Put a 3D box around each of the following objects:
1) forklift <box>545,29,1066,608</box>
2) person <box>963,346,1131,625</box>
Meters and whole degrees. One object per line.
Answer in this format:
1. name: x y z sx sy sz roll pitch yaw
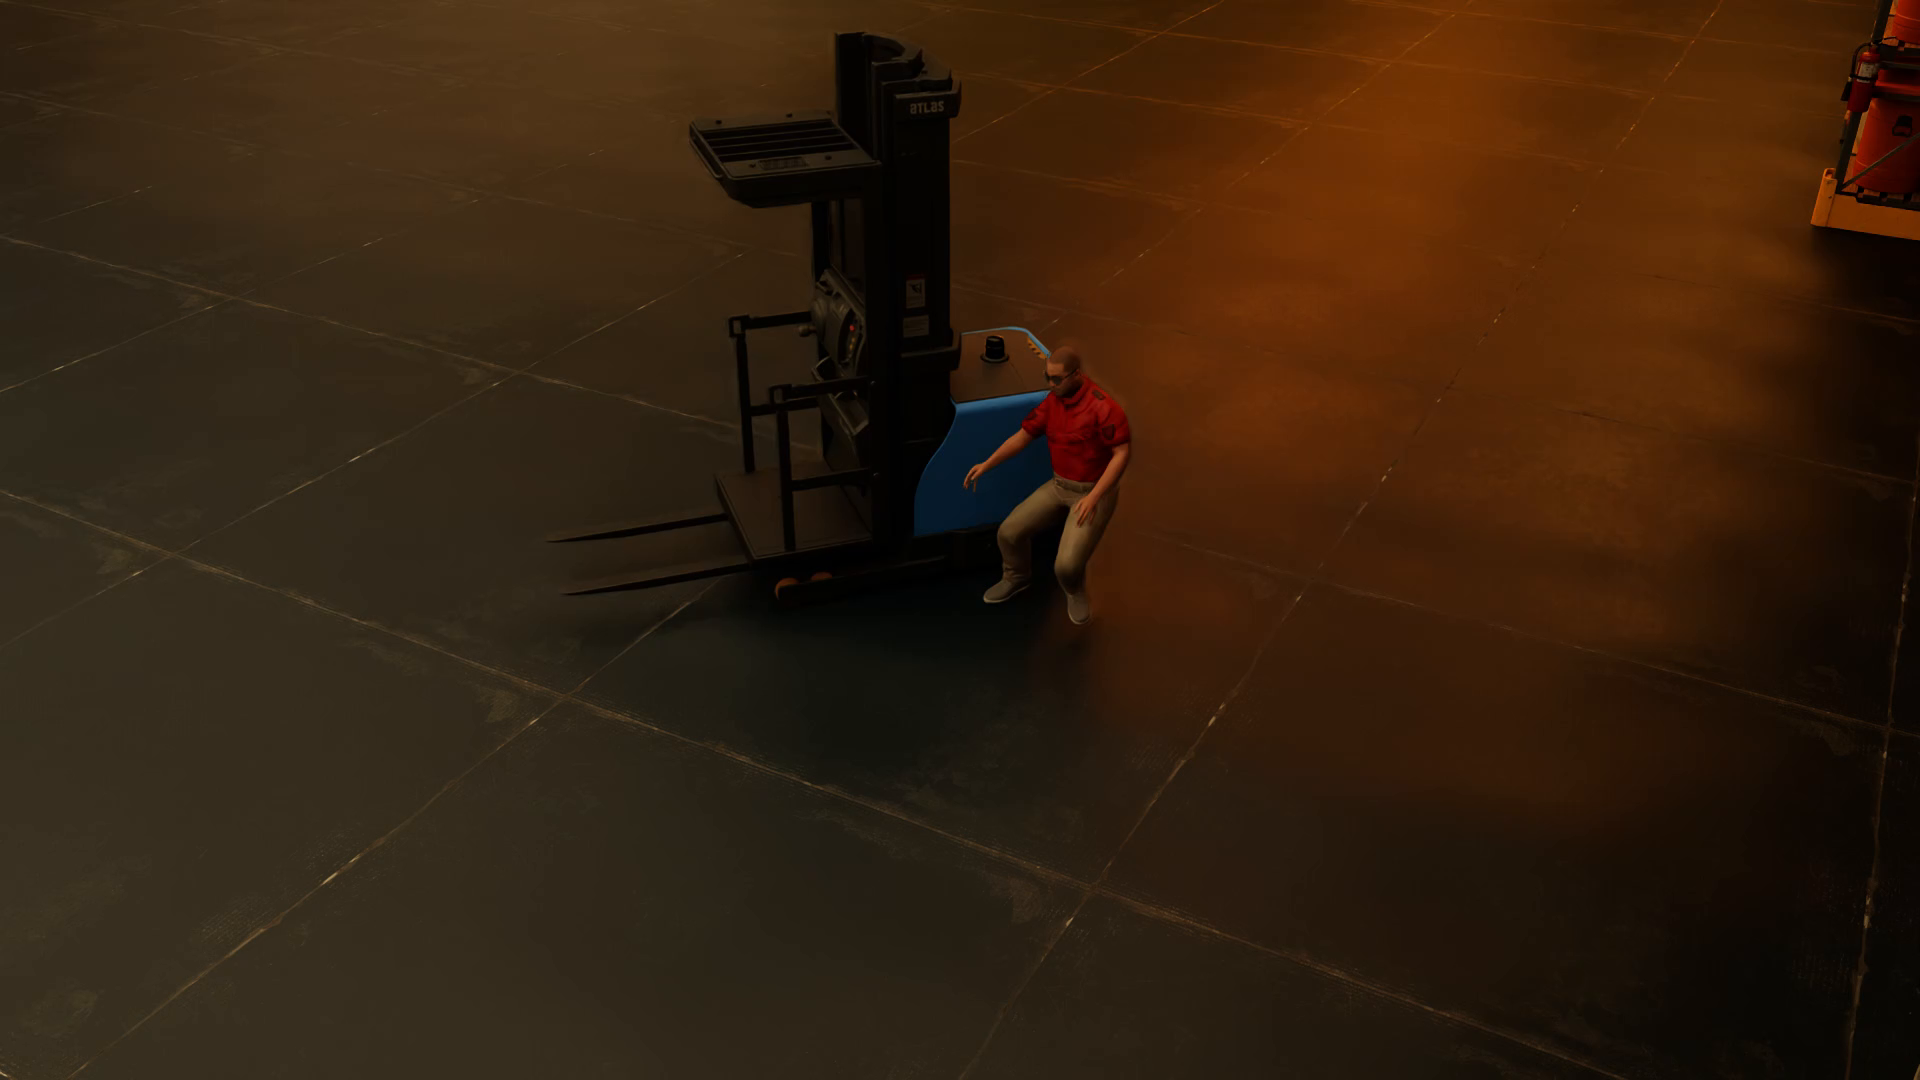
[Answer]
1. forklift: -0.853 -1.186 9.126 3.031 2.935 1.130 -10 31 -16
2. person: 0.484 -0.241 8.852 0.703 1.562 0.804 -21 36 -32
